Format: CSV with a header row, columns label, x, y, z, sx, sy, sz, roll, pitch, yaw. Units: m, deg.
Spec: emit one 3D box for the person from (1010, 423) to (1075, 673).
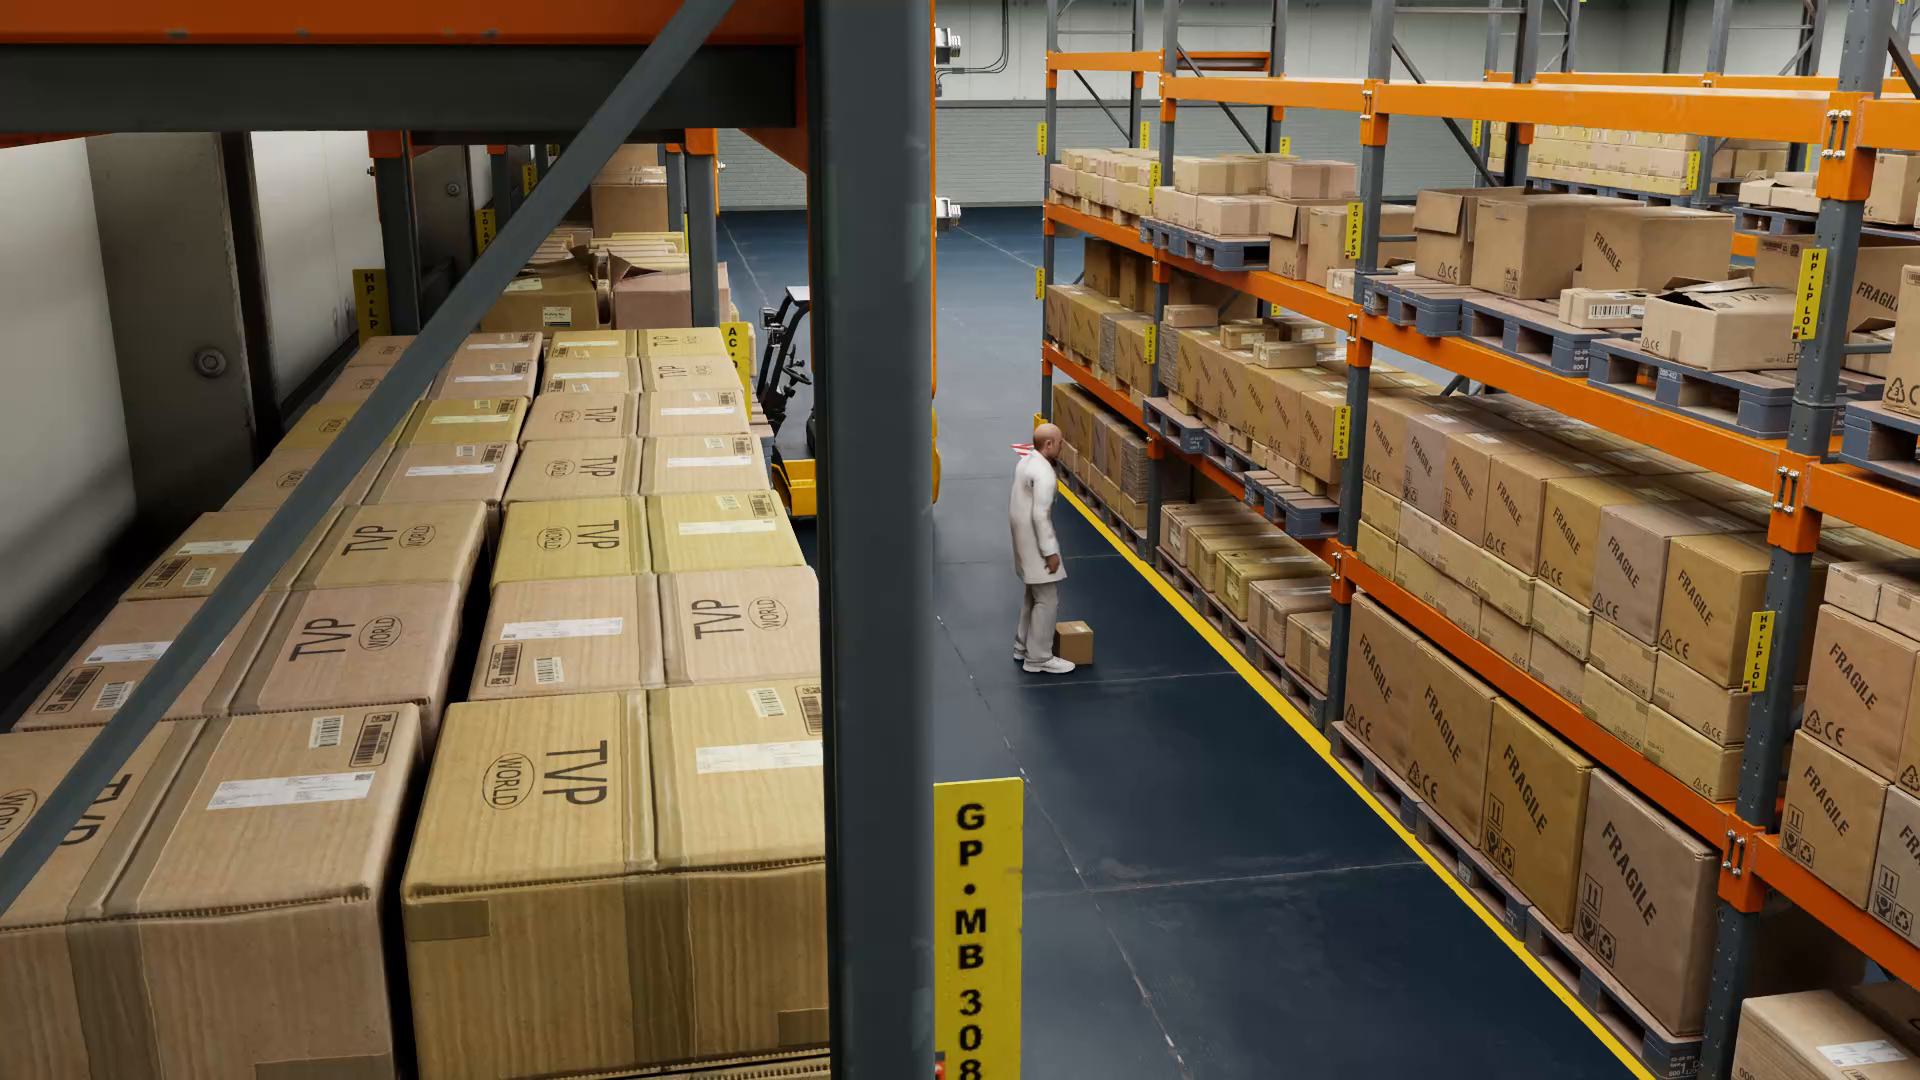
label,x,y,z,sx,sy,sz,roll,pitch,yaw
person,0.576,0.041,11.919,0.424,1.774,0.643,-3,16,-10
